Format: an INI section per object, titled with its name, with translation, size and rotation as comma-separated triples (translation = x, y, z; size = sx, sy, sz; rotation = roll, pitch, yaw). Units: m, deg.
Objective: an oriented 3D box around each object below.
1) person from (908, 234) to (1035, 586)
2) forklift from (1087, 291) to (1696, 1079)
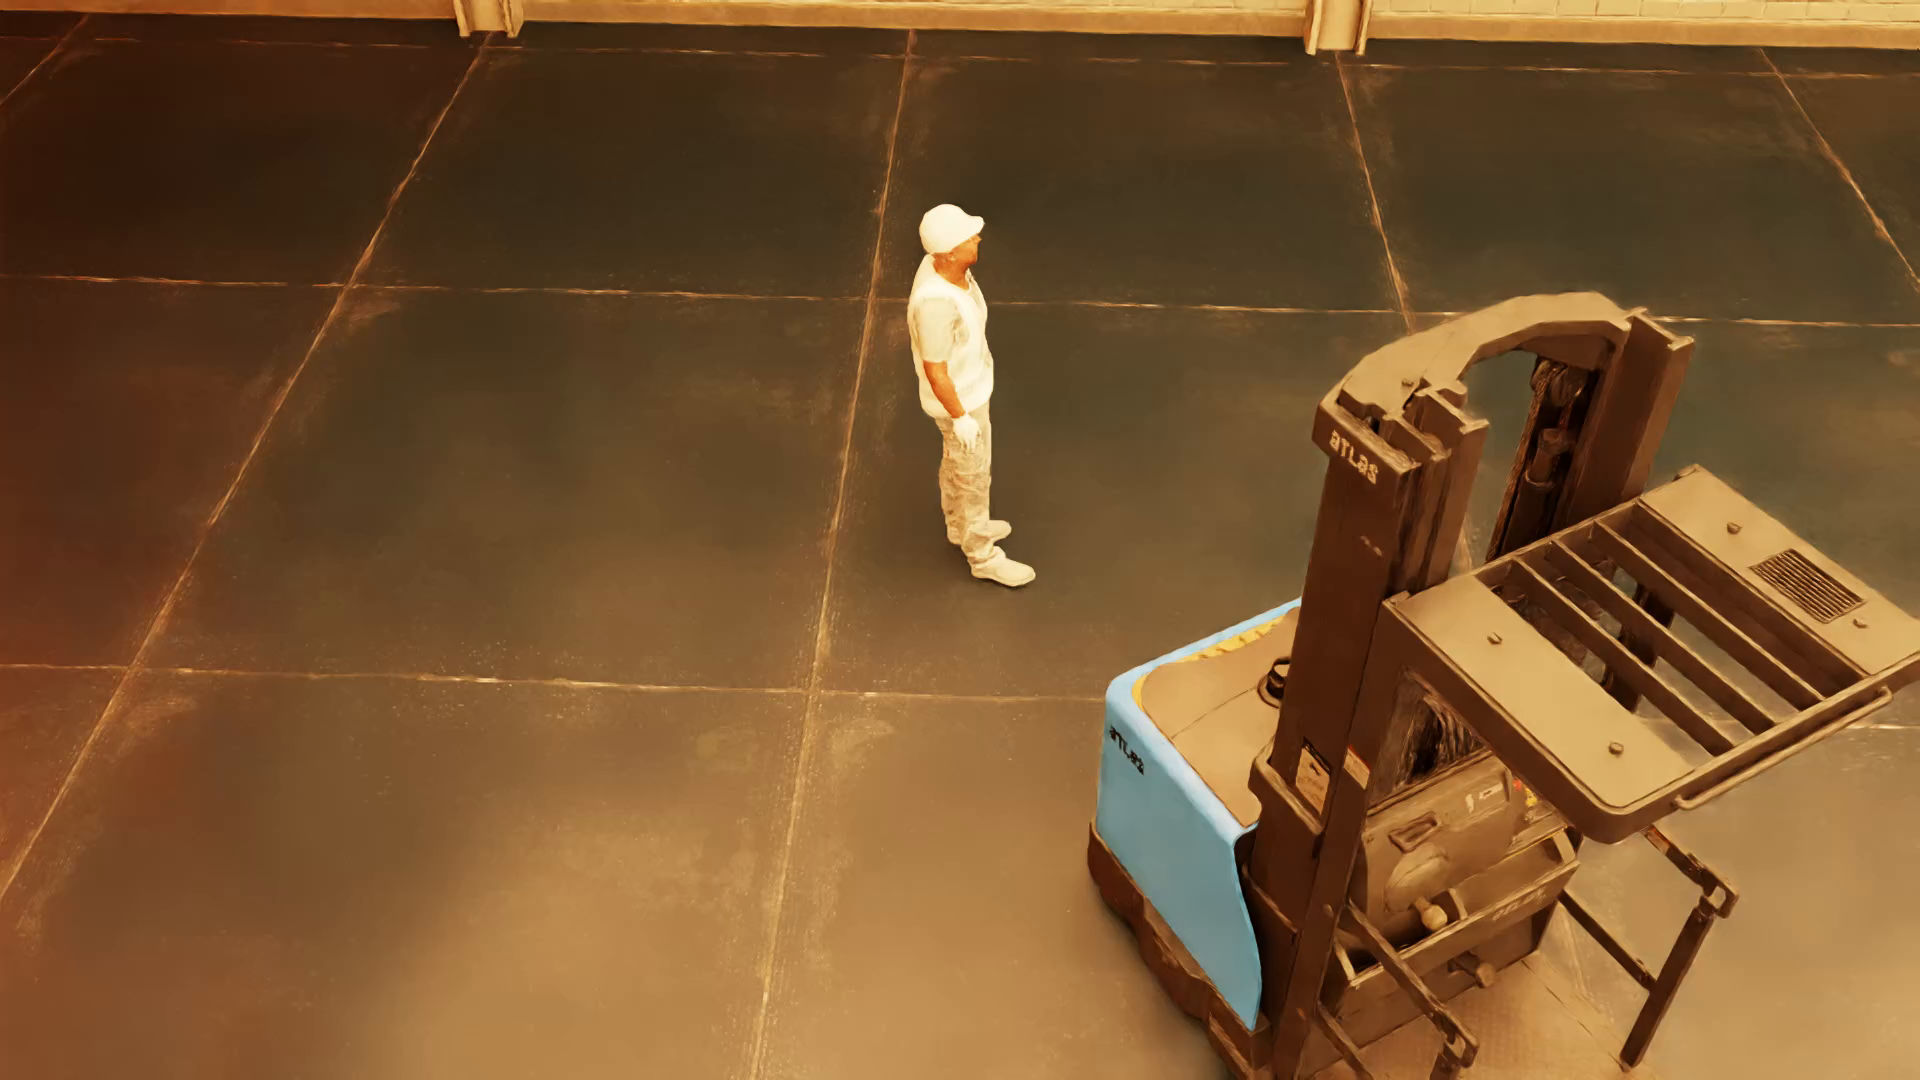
[person]
translation = 0.072, -0.613, 7.342
size = 0.576, 1.665, 0.655
rotation = 2, 42, 2
[forklift]
translation = 1.652, 0.909, 4.747
size = 1.130, 2.935, 3.031
rotation = -21, 46, -21
